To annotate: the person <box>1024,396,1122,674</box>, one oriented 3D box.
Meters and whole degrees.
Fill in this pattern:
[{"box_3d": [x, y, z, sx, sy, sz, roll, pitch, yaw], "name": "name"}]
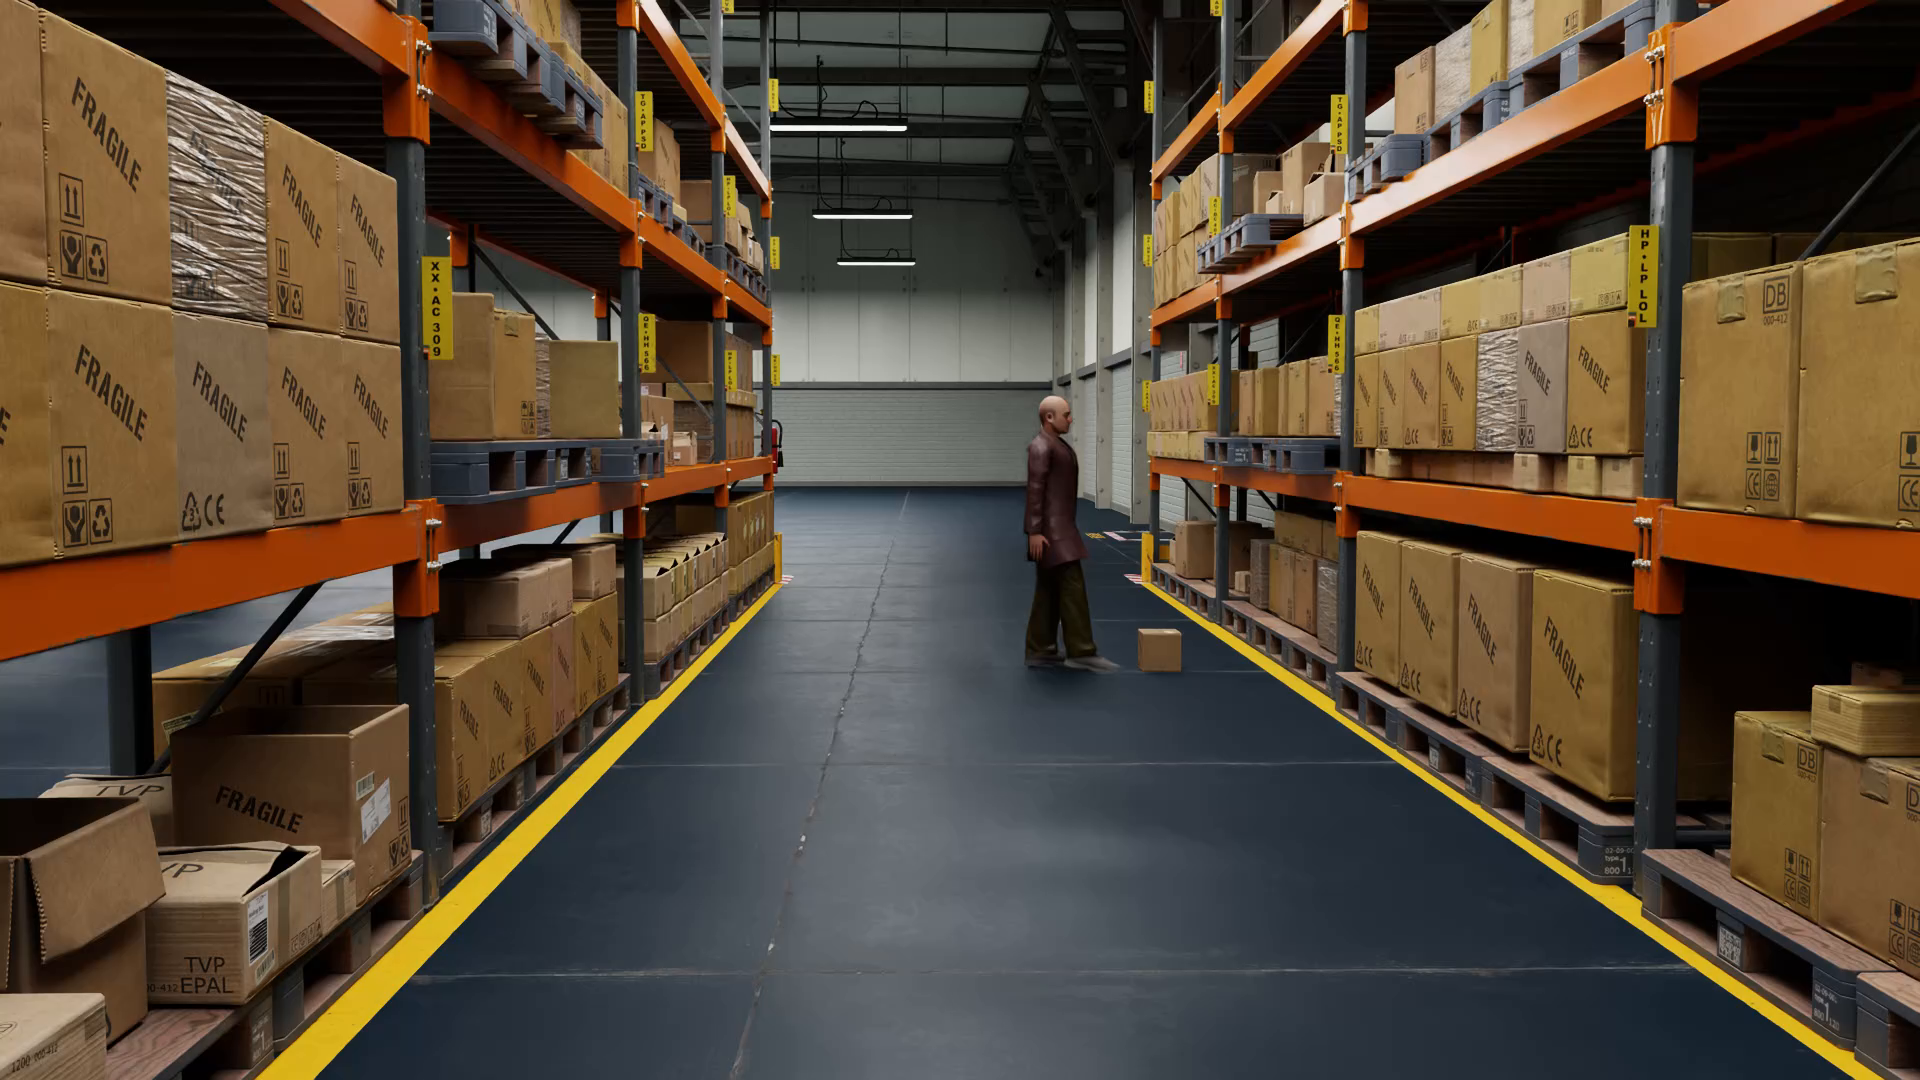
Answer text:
[{"box_3d": [0.741, -0.048, 10.872, 0.645, 1.784, 0.614, 0, 4, 6], "name": "person"}]
